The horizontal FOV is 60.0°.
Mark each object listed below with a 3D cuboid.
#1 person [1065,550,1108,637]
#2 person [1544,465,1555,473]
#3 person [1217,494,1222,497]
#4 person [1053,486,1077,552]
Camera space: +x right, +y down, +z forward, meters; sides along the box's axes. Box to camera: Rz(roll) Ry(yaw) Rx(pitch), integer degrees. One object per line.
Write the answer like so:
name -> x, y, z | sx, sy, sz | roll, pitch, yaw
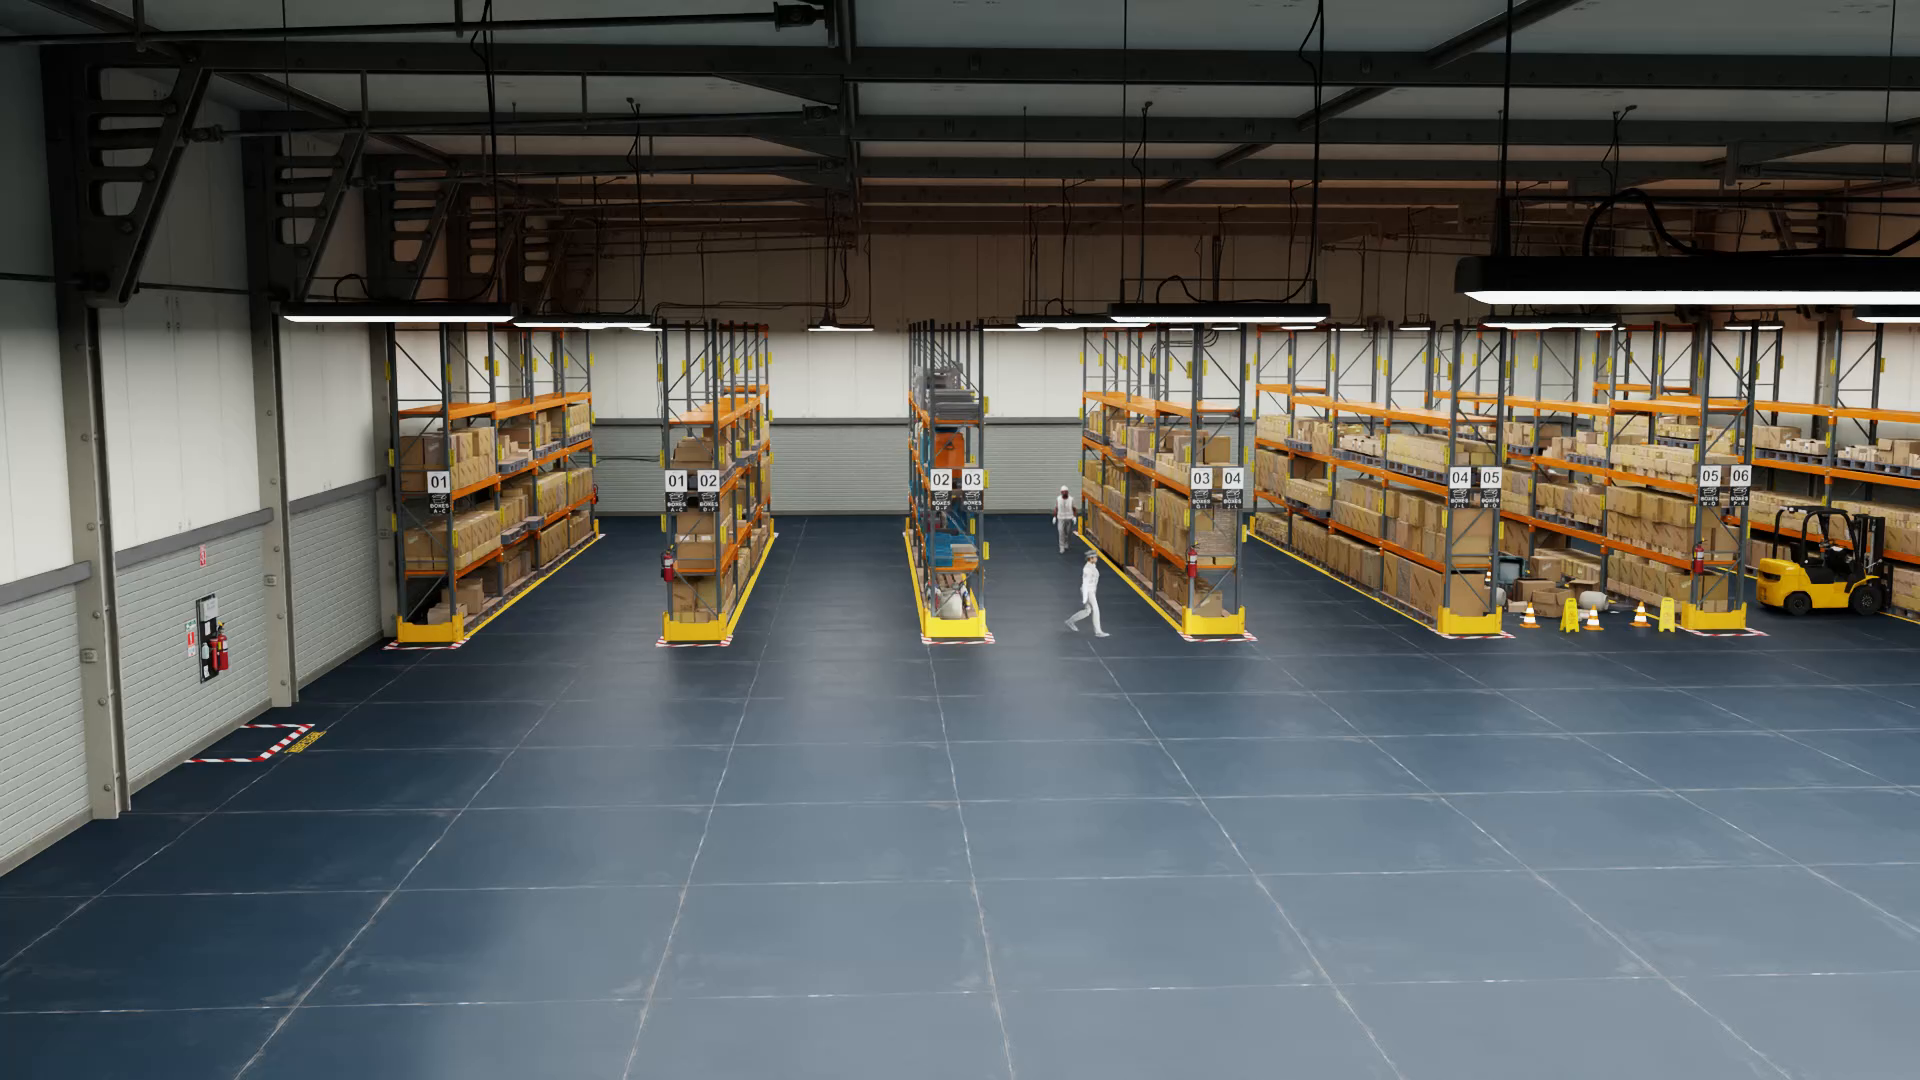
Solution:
person -> 2.447, 1.003, 31.688 | 0.875, 1.623, 0.516 | 2, 7, 18
person -> 18.354, -1.613, 52.161 | 0.473, 1.768, 0.615 | -2, 7, -17
person -> 7.826, -1.178, 49.215 | 0.507, 1.615, 1.060 | 4, 8, 26
person -> 2.771, -0.568, 43.822 | 0.611, 1.721, 1.064 | 0, 7, 0
